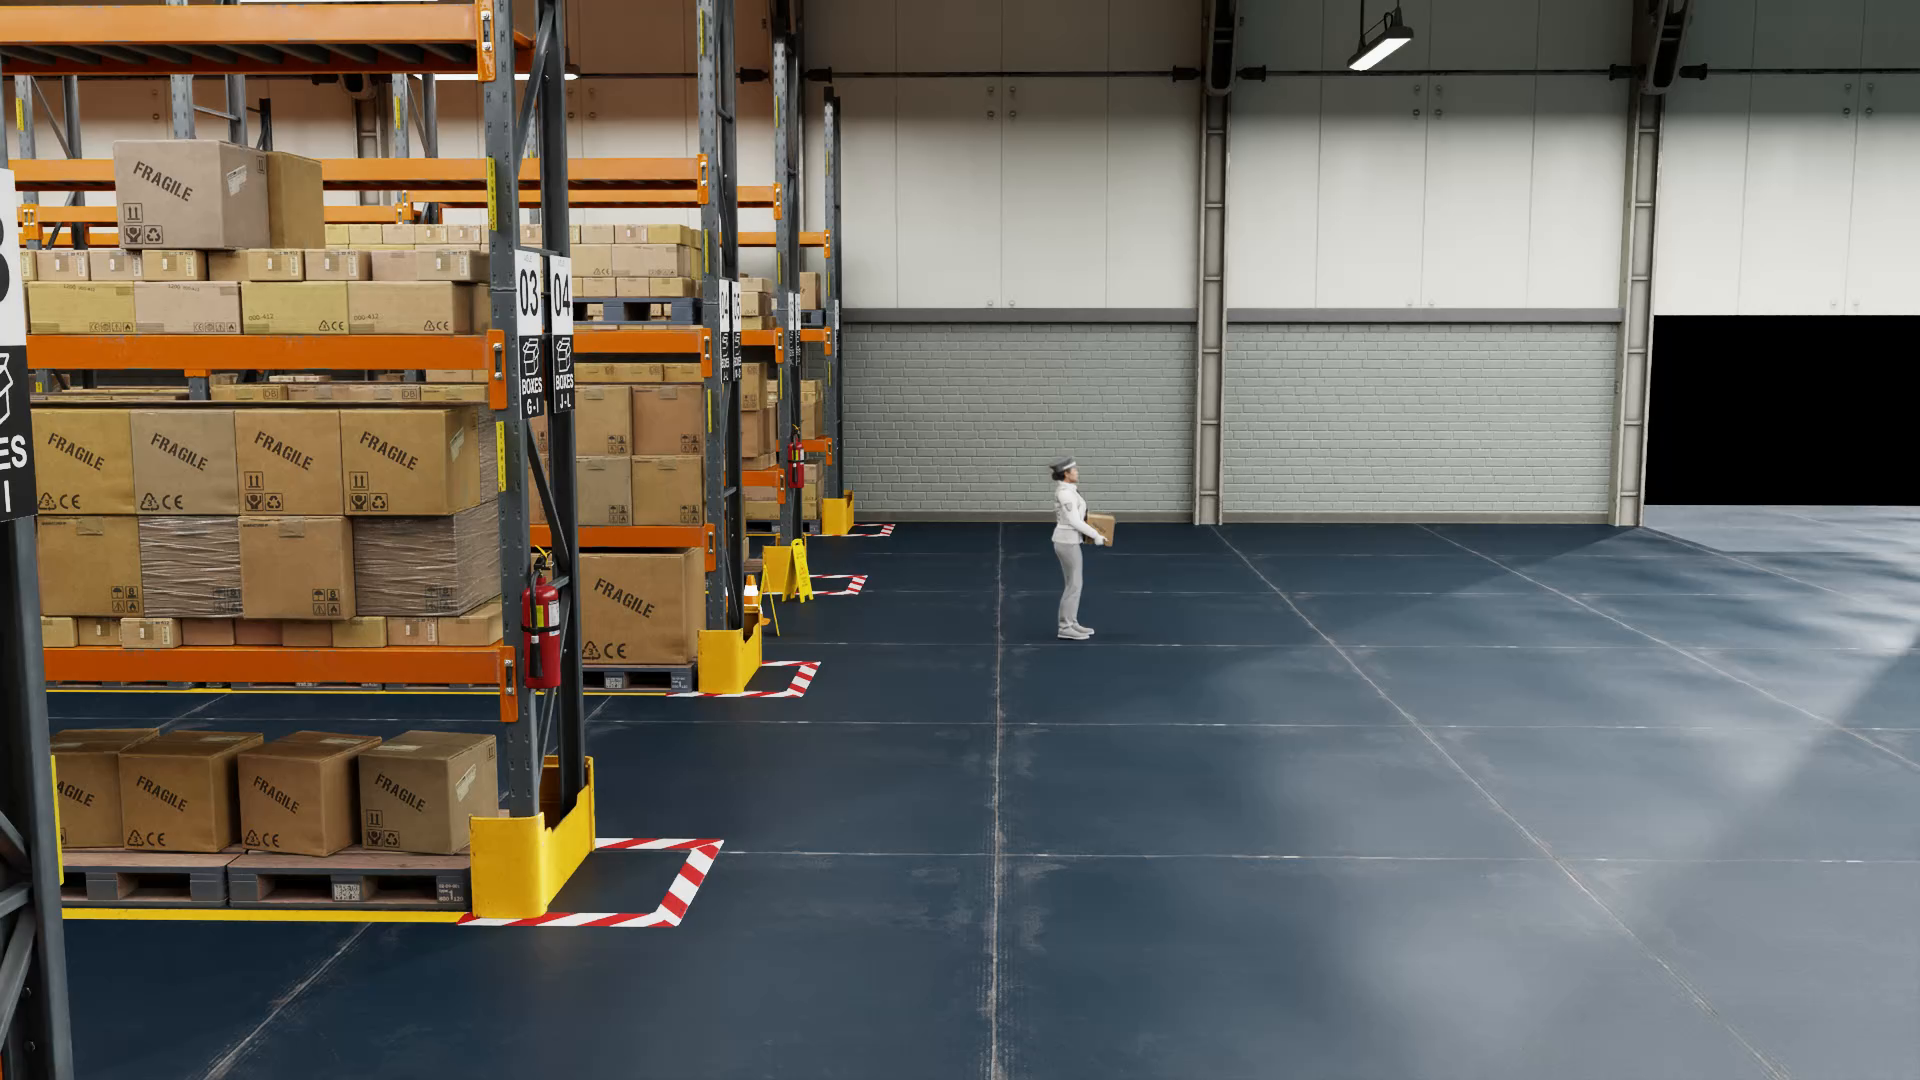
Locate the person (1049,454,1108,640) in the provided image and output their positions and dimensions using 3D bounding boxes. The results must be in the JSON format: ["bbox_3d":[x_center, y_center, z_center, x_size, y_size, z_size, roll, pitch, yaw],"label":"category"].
[{"bbox_3d":[1.080,0.052,15.249,0.540,1.691,0.474,0,7,1],"label":"person"}]
